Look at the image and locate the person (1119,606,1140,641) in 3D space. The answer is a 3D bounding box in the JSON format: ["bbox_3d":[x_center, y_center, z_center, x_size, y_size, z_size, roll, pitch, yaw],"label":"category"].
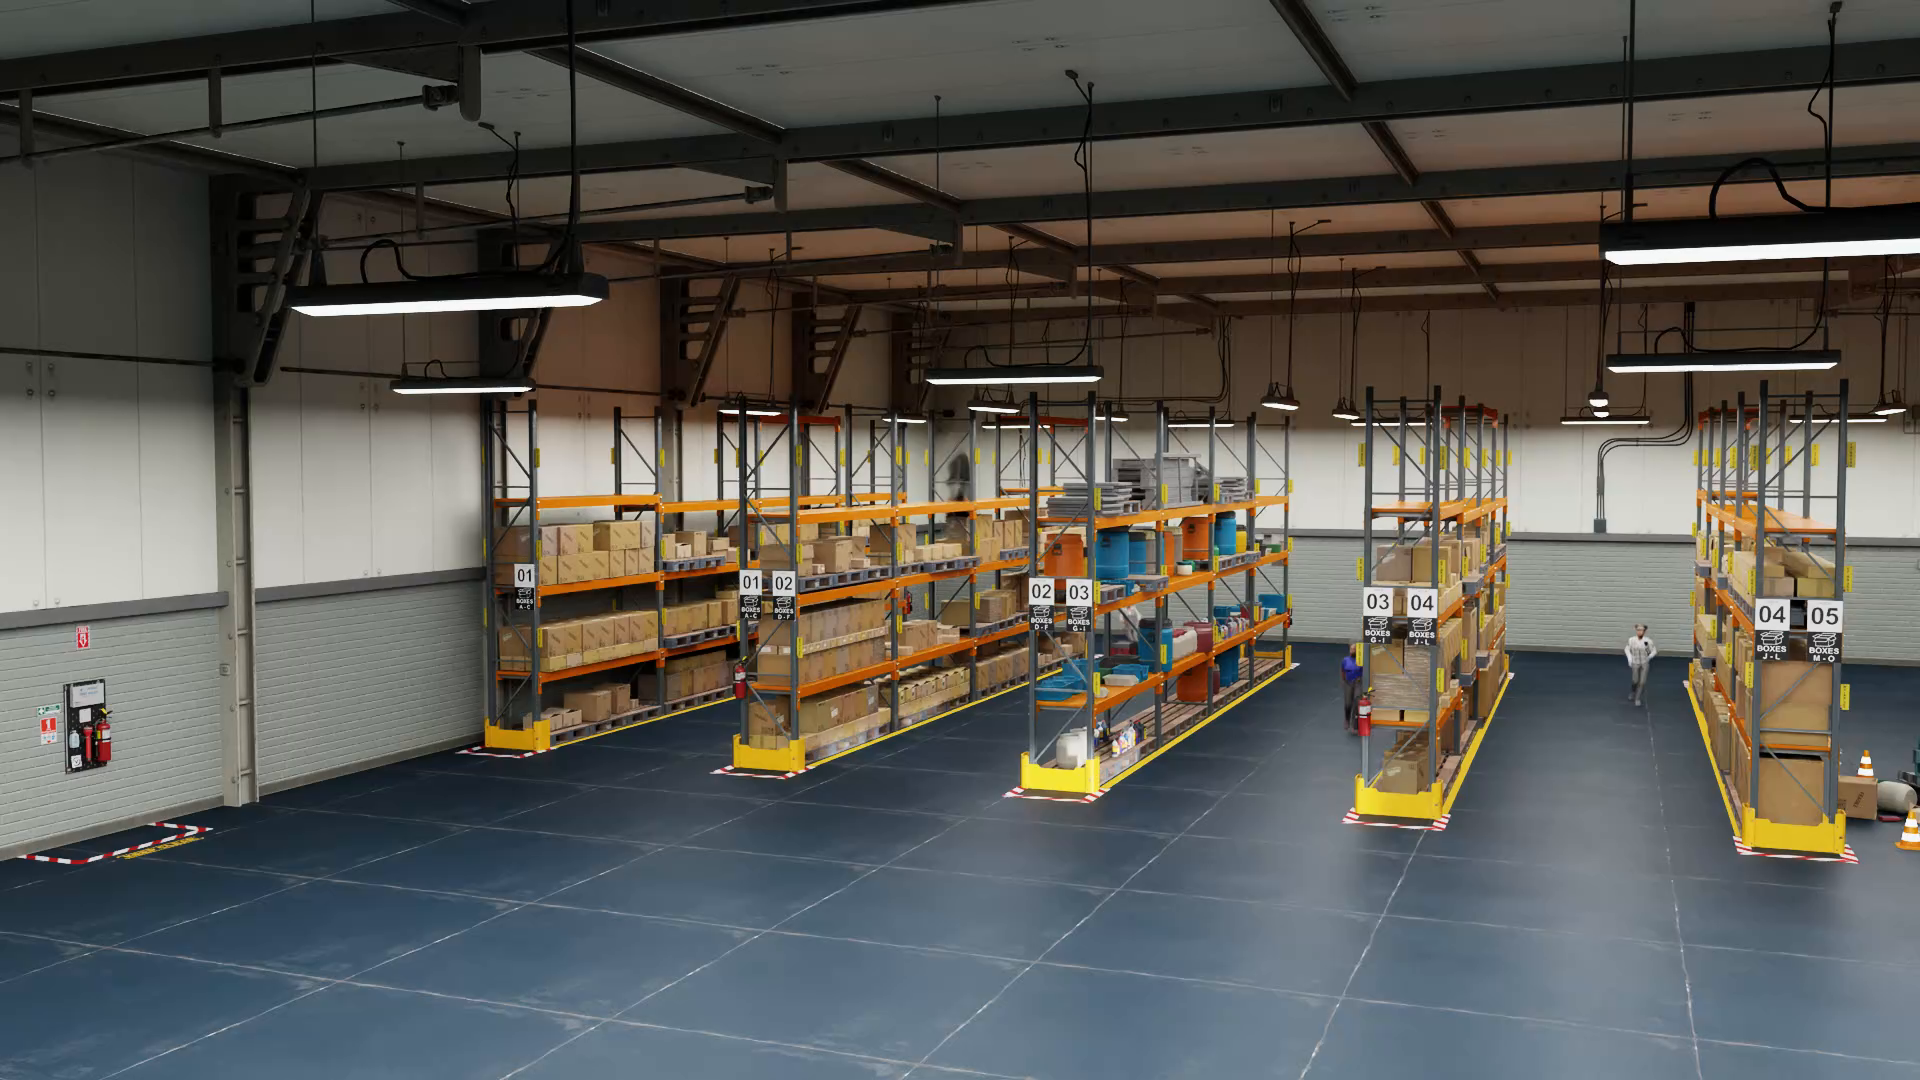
[{"bbox_3d":[4.202,2.219,40.892,0.561,1.553,0.590,0,3,8],"label":"person"}]

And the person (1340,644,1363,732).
[{"bbox_3d":[7.163,2.698,30.229,0.560,1.621,0.567,1,3,21],"label":"person"}]

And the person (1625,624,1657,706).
[{"bbox_3d":[13.777,2.518,33.648,0.604,1.669,0.567,1,3,23],"label":"person"}]
